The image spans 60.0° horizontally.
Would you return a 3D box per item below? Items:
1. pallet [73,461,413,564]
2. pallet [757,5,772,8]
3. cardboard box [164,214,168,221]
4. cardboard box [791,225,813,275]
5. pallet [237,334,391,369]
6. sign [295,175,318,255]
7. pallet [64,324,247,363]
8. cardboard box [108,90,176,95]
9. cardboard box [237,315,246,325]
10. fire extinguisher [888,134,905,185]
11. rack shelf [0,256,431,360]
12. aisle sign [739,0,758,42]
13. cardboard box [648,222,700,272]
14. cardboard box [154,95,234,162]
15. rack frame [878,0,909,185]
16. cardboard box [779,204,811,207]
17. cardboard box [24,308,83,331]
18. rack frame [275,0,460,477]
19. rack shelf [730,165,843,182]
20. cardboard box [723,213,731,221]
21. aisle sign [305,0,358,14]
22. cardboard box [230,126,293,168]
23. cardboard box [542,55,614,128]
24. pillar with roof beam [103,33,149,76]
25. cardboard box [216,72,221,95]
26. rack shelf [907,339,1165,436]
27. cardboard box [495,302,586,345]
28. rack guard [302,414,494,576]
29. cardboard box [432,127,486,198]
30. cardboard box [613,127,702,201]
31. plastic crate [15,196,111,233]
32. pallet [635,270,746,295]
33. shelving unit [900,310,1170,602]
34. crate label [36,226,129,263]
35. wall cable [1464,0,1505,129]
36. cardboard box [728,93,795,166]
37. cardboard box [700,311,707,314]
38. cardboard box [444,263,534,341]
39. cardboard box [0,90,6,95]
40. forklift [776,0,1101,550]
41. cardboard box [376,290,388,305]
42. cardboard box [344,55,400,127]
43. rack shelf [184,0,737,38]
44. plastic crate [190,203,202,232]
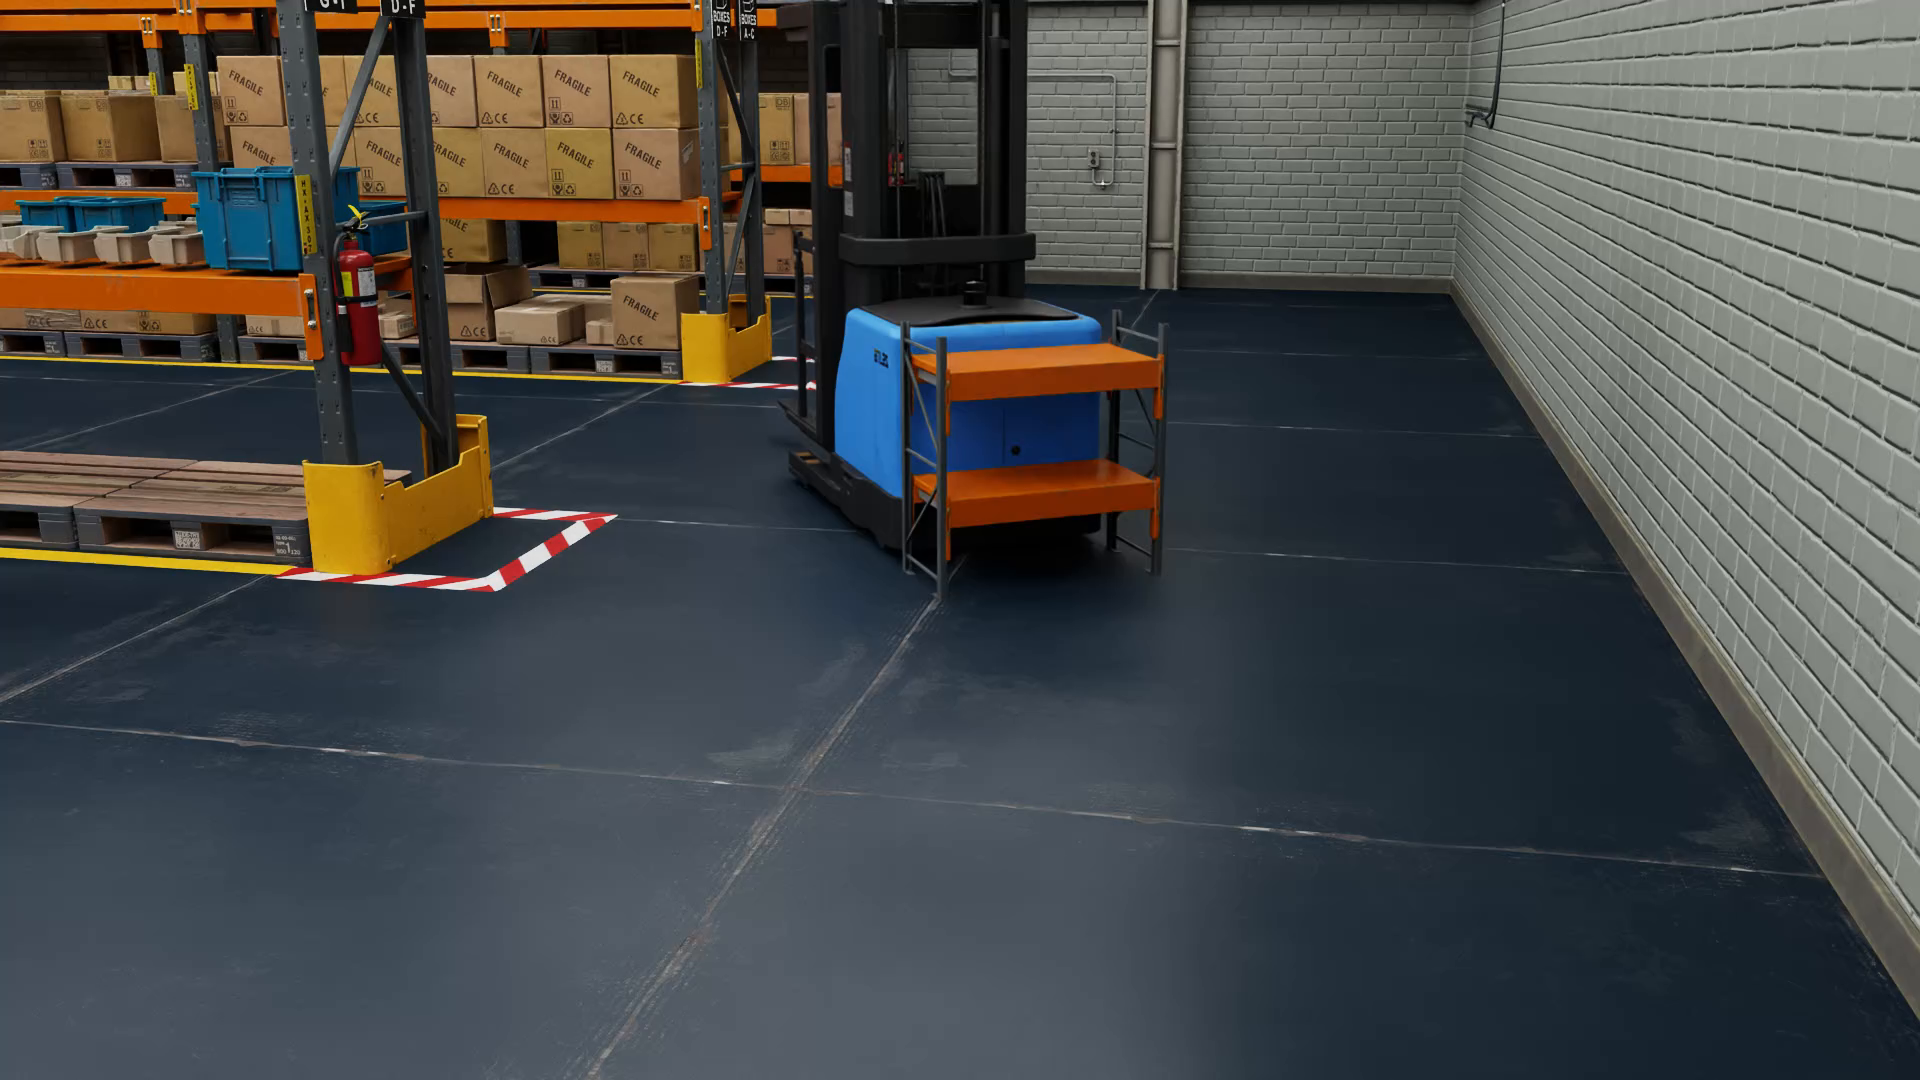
[{"bbox_3d":[-3.473,-0.153,8.150,1.213,0.211,1.003,3,16,11],"label":"pallet"},{"bbox_3d":[-2.627,-5.539,16.915,1.213,0.211,1.003,3,16,11],"label":"pallet"},{"bbox_3d":[-9.254,-3.492,18.840,0.500,0.500,0.700,3,16,12],"label":"cardboard box"},{"bbox_3d":[-1.404,-3.044,17.257,0.500,0.500,0.700,3,16,11],"label":"cardboard box"},{"bbox_3d":[-4.929,-1.571,13.268,1.213,0.211,1.003,3,16,11],"label":"pallet"},{"bbox_3d":[-2.766,-1.377,7.039,0.005,0.325,0.100,3,16,11],"label":"sign"},{"bbox_3d":[-6.406,-1.641,13.521,1.213,0.211,1.003,3,16,11],"label":"pallet"},{"bbox_3d":[-9.000,-4.743,18.484,0.500,0.500,0.700,1,16,5],"label":"cardboard box"},{"bbox_3d":[-6.027,-2.048,13.627,0.500,0.500,0.500,2,16,9],"label":"cardboard box"},{"bbox_3d":[-0.643,-3.689,16.535,0.183,0.674,0.296,3,16,11],"label":"fire extinguisher"},{"bbox_3d":[-4.632,-1.203,8.063,4.000,0.370,1.077,3,16,11],"label":"rack shelf"},{"bbox_3d":[-1.556,-4.065,12.178,0.004,0.787,0.394,3,16,11],"label":"aisle sign"},{"bbox_3d":[-2.912,-3.123,17.544,0.500,0.500,0.700,3,16,12],"label":"cardboard box"},{"bbox_3d":[-6.021,-3.286,13.261,0.500,0.500,0.700,-2,16,-8],"label":"cardboard box"},{"bbox_3d":[-0.698,-4.035,16.939,0.127,3.000,1.000,3,16,11],"label":"rack frame"},{"bbox_3d":[-1.738,-3.429,17.432,0.250,0.149,0.380,3,16,11],"label":"cardboard box"},{"bbox_3d":[-7.116,-1.966,13.327,0.500,0.500,0.500,3,16,12],"label":"cardboard box"},{"bbox_3d":[-2.673,-1.443,7.583,0.127,3.000,1.000,3,16,11],"label":"rack frame"},{"bbox_3d":[-2.658,-3.795,17.419,4.000,0.370,1.077,3,16,11],"label":"rack shelf"},{"bbox_3d":[-2.485,-3.469,17.577,0.250,0.149,0.380,3,16,12],"label":"cardboard box"},{"bbox_3d":[-2.660,-2.616,6.946,0.004,0.787,0.394,3,16,11],"label":"aisle sign"},{"bbox_3d":[-5.156,-2.901,12.660,0.500,0.500,0.500,4,16,13],"label":"cardboard box"},{"bbox_3d":[-2.668,-3.247,12.036,0.500,0.500,0.500,4,16,13],"label":"cardboard box"},{"bbox_3d":[-10.497,-6.521,14.676,0.400,9.000,9.100,3,16,11],"label":"pillar with roof beam"},{"bbox_3d":[-7.618,-4.903,17.887,0.500,0.250,0.500,3,16,10],"label":"cardboard box"},{"bbox_3d":[0.318,-0.674,7.222,1.000,0.278,0.538,-6,17,-20],"label":"rack shelf"},{"bbox_3d":[-3.189,-1.649,12.651,0.500,0.250,0.500,3,16,11],"label":"cardboard box"},{"bbox_3d":[-2.646,-0.241,7.925,0.348,0.500,1.175,3,16,11],"label":"rack guard"},{"bbox_3d":[-3.666,-2.821,12.370,0.500,0.500,0.500,3,16,10],"label":"cardboard box"},{"bbox_3d":[-2.175,-2.740,12.076,0.500,0.500,0.500,4,16,13],"label":"cardboard box"},{"bbox_3d":[-4.433,-1.577,8.266,0.300,0.233,0.416,3,16,11],"label":"plastic crate"},{"bbox_3d":[-2.689,-2.779,17.628,1.213,0.211,1.003,3,16,11],"label":"pallet"},{"bbox_3d":[0.318,-0.392,7.300,1.048,1.125,0.538,-6,17,-20],"label":"shelving unit"},{"bbox_3d":[-4.067,-1.369,7.696,0.243,0.136,0.396,3,16,11],"label":"crate label"},{"bbox_3d":[4.773,-5.035,15.129,0.112,2.526,3.097,3,16,11],"label":"wall cable"},{"bbox_3d":[-1.915,-4.240,17.117,0.700,0.700,0.980,3,16,11],"label":"cardboard box"},{"bbox_3d":[-2.024,-1.689,12.987,0.250,0.149,0.380,3,16,11],"label":"cardboard box"},{"bbox_3d":[-3.760,-1.862,12.947,0.637,0.503,0.797,3,16,11],"label":"cardboard box"},{"bbox_3d":[-10.768,-4.839,18.831,0.500,0.500,0.700,5,16,19],"label":"cardboard box"},{"bbox_3d":[-0.302,-1.715,8.695,1.130,2.935,3.031,-5,16,-19],"label":"forklift"},{"bbox_3d":[-4.987,-2.003,13.462,0.500,0.500,0.500,3,16,11],"label":"cardboard box"},{"bbox_3d":[-4.187,-3.328,12.328,0.500,0.500,0.500,3,16,9],"label":"cardboard box"},{"bbox_3d":[-3.642,-3.944,12.340,4.000,0.370,1.077,3,16,11],"label":"rack shelf"},{"bbox_3d":[-3.494,-1.526,8.082,0.300,0.233,0.416,3,16,11],"label":"plastic crate"}]
